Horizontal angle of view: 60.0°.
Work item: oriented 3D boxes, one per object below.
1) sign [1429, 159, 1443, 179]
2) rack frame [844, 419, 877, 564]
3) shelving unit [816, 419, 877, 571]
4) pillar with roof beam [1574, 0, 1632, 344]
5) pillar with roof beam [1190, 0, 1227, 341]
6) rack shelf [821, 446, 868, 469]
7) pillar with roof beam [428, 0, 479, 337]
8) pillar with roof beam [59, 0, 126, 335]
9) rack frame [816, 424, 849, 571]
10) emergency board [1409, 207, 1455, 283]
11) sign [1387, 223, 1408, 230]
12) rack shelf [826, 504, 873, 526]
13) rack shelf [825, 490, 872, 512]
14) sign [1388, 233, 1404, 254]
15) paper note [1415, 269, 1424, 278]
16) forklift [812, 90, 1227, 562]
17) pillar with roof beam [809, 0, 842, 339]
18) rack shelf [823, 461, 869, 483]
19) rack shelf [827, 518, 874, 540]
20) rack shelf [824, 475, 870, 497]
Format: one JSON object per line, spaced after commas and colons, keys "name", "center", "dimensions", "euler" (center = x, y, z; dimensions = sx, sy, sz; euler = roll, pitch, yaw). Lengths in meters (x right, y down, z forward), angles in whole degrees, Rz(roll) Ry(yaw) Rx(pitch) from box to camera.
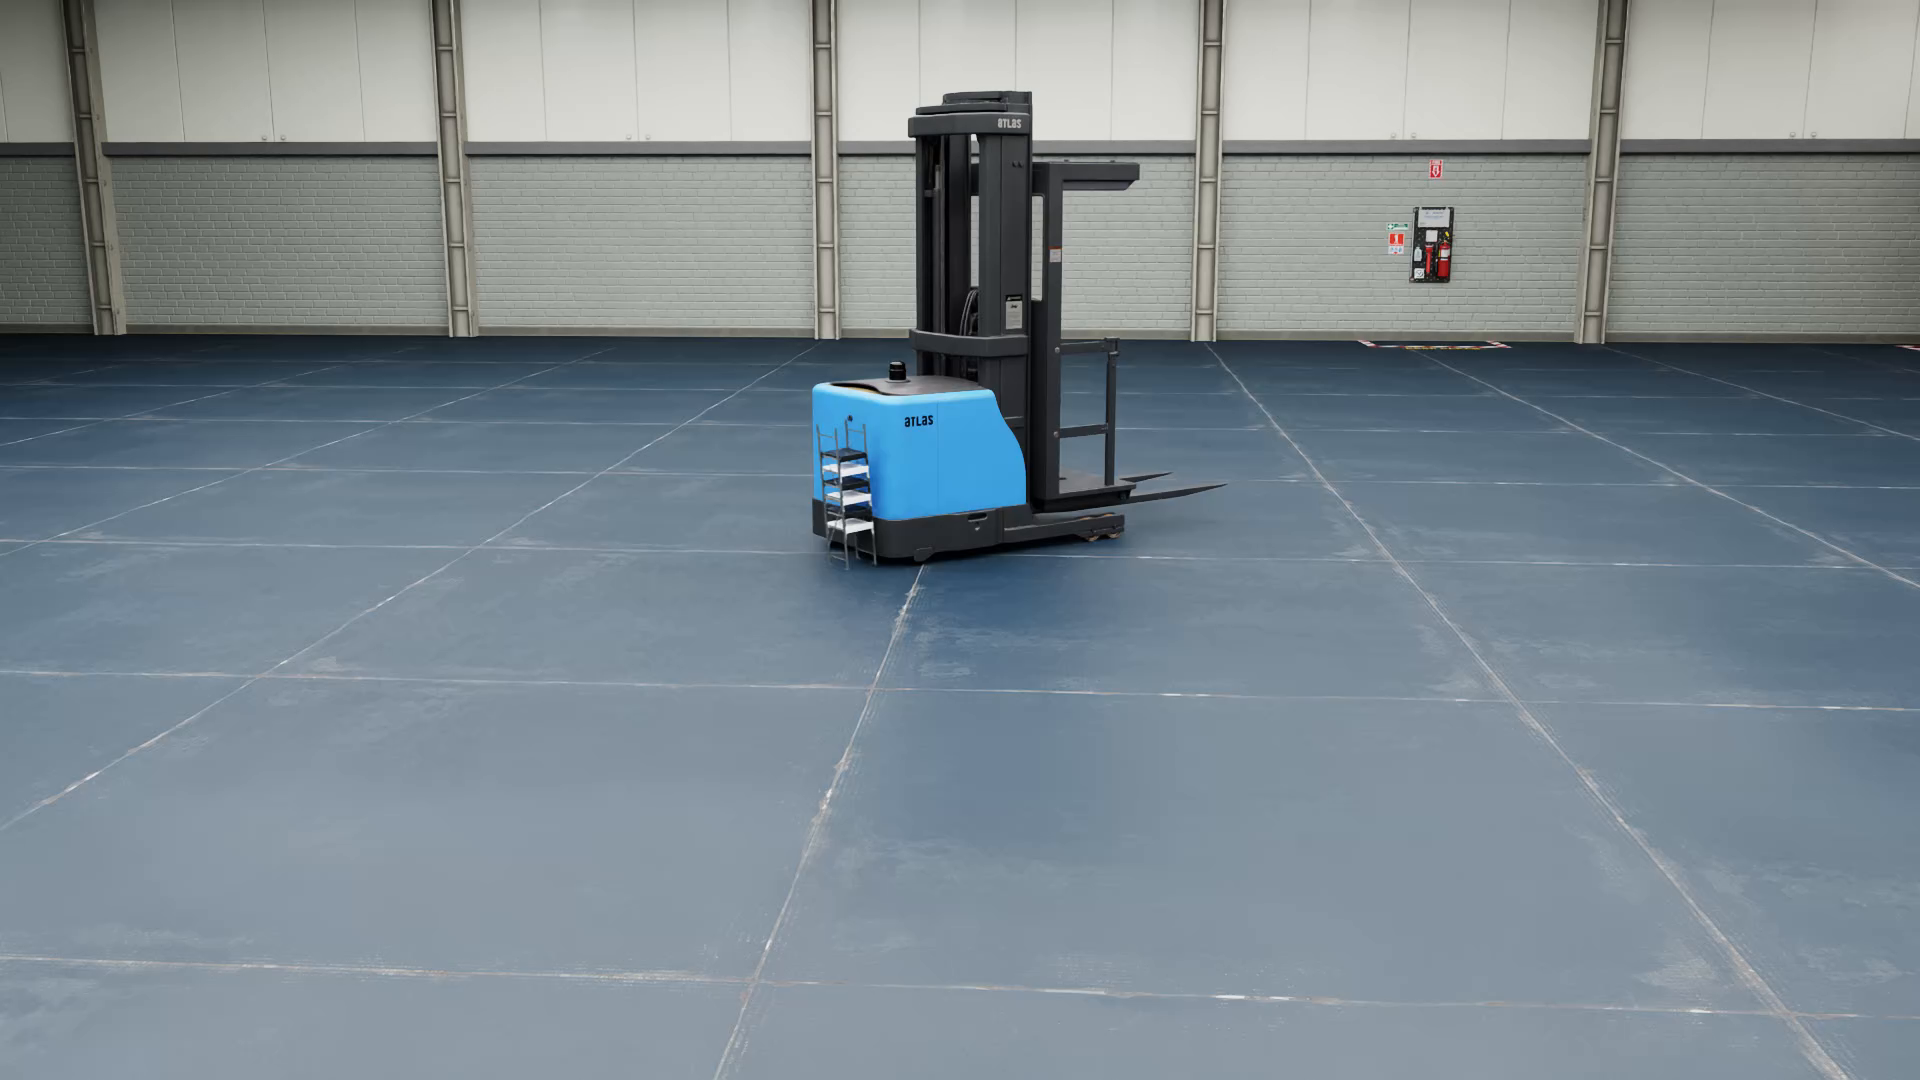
{"name": "sign", "center": [7.383, -5.756, 25.795], "dimensions": [0.199, 0.298, 0.001], "euler": [1, 12, 4]}
{"name": "rack frame", "center": [-0.625, -0.303, 10.445], "dimensions": [0.006, 0.900, 0.240], "euler": [-13, 17, -33]}
{"name": "shelving unit", "center": [-0.708, -0.284, 10.391], "dimensions": [0.210, 0.900, 0.258], "euler": [-13, 17, -33]}
{"name": "pillar with roof beam", "center": [9.560, -6.616, 20.917], "dimensions": [0.400, 9.000, 9.100], "euler": [1, 12, 4]}
{"name": "pillar with roof beam", "center": [3.573, -6.698, 21.310], "dimensions": [0.400, 9.000, 9.100], "euler": [1, 12, 4]}
{"name": "rack shelf", "center": [-0.724, -0.512, 10.332], "dimensions": [0.200, 0.077, 0.258], "euler": [-13, 17, -33]}
{"name": "pillar with roof beam", "center": [-8.400, -6.862, 22.094], "dimensions": [0.400, 9.000, 9.100], "euler": [1, 12, 4]}
{"name": "pillar with roof beam", "center": [-14.386, -6.944, 22.487], "dimensions": [0.400, 9.000, 9.100], "euler": [1, 12, 4]}
{"name": "rack frame", "center": [-0.791, -0.264, 10.336], "dimensions": [0.006, 0.900, 0.240], "euler": [-13, 17, -33]}
{"name": "emergency board", "center": [7.384, -4.600, 25.935], "dimensions": [0.643, 1.169, 0.194], "euler": [1, 12, 4]}
{"name": "sign", "center": [6.844, -4.904, 26.005], "dimensions": [0.331, 0.109, 0.001], "euler": [1, 12, 4]}
{"name": "rack shelf", "center": [-0.700, -0.164, 10.421], "dimensions": [0.200, 0.077, 0.258], "euler": [-13, 17, -33]}
{"name": "rack shelf", "center": [-0.706, -0.251, 10.399], "dimensions": [0.200, 0.077, 0.258], "euler": [-13, 17, -33]}
{"name": "sign", "center": [6.840, -4.647, 26.068], "dimensions": [0.234, 0.329, 0.001], "euler": [1, 12, 4]}
{"name": "paper note", "center": [7.212, -4.186, 26.104], "dimensions": [0.142, 0.148, 0.016], "euler": [1, 12, 4]}
{"name": "forklift", "center": [0.516, -1.507, 11.314], "dimensions": [3.031, 2.935, 1.130], "euler": [-8, 14, -34]}
{"name": "pillar with roof beam", "center": [-2.413, -6.780, 21.702], "dimensions": [0.400, 9.000, 9.100], "euler": [1, 12, 4]}
{"name": "rack shelf", "center": [-0.718, -0.425, 10.354], "dimensions": [0.200, 0.077, 0.258], "euler": [-13, 17, -33]}
{"name": "rack shelf", "center": [-0.694, -0.077, 10.444], "dimensions": [0.200, 0.077, 0.258], "euler": [-13, 17, -33]}
{"name": "rack shelf", "center": [-0.712, -0.338, 10.376], "dimensions": [0.200, 0.077, 0.258], "euler": [-13, 17, -33]}
